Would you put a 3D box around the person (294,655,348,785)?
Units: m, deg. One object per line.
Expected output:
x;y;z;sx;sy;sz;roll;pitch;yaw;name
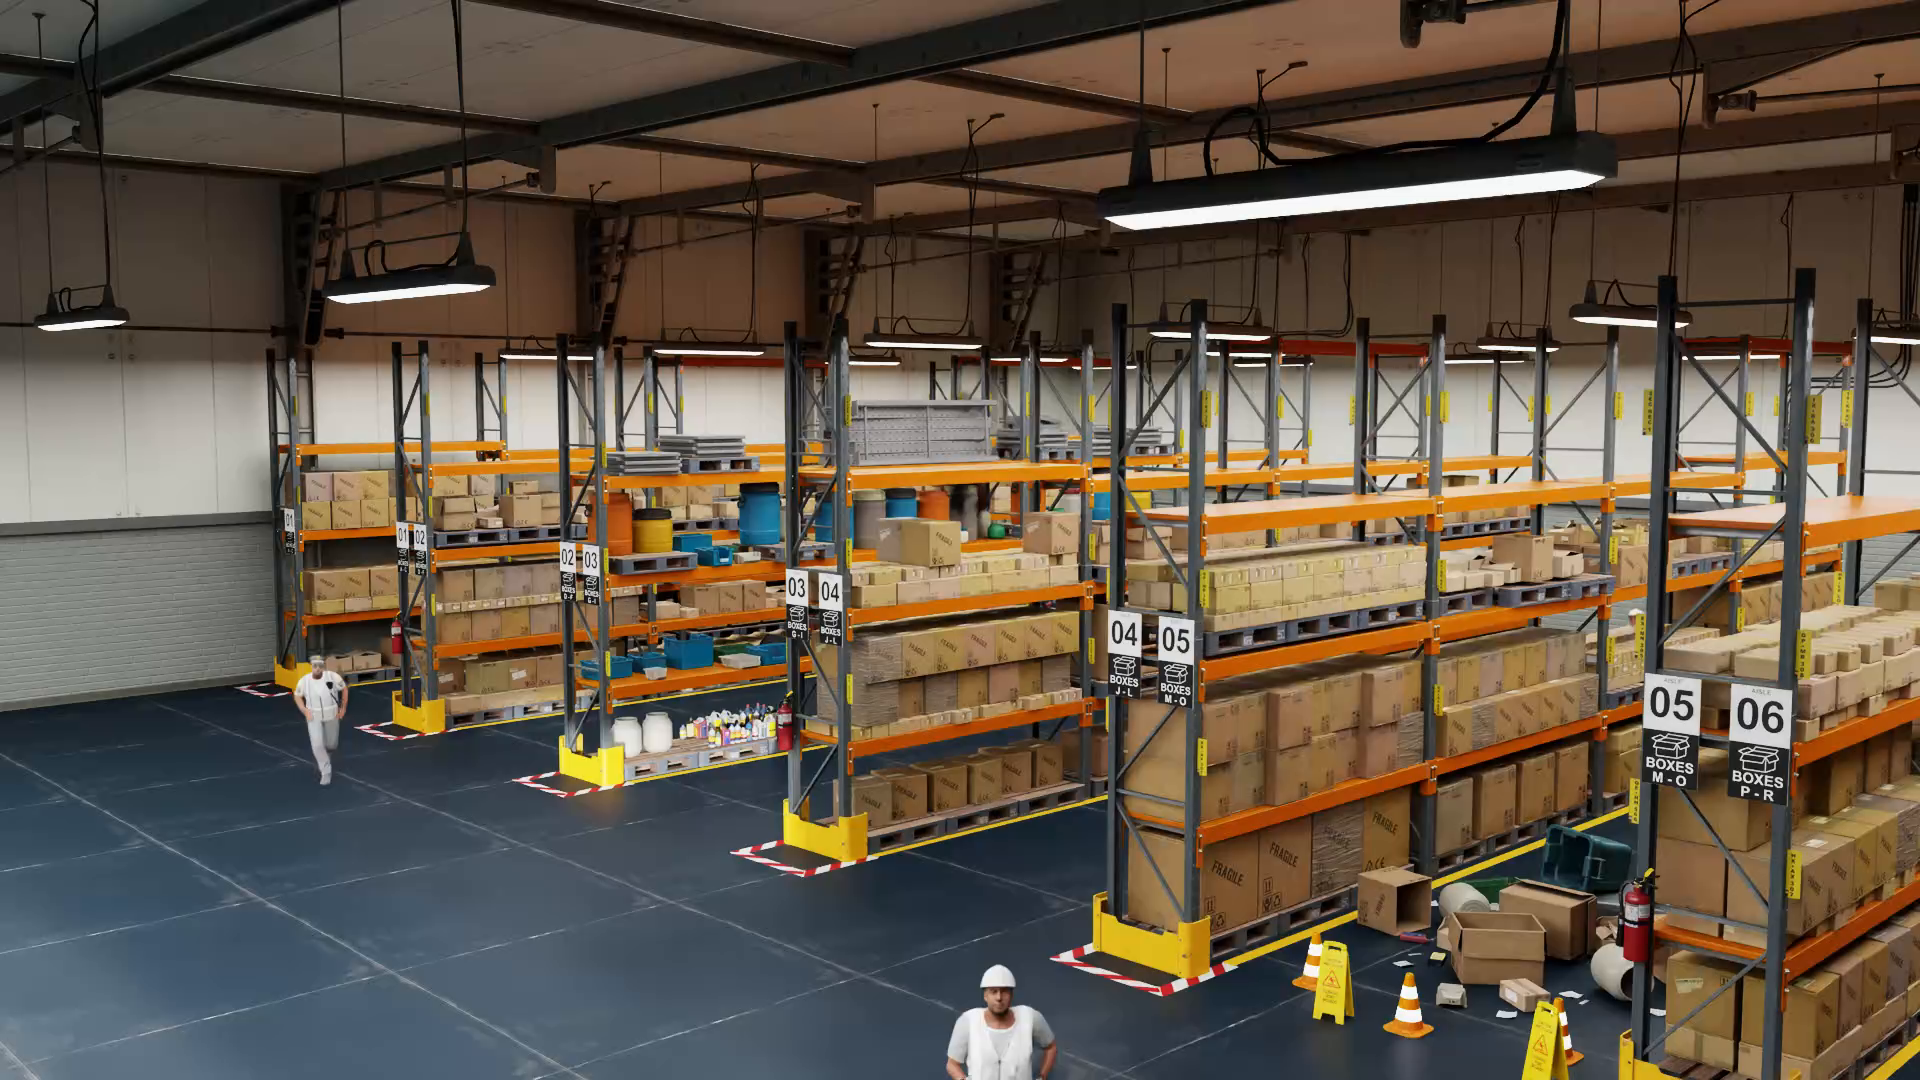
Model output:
-8.609;2.390;22.439;0.682;1.759;0.750;-2;5;-22;person

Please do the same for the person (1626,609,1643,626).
10.629;1.969;26.266;0.656;1.765;0.939;5;7;43;person

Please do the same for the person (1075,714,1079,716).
1.646;1.871;25.384;0.613;1.653;0.491;4;7;41;person

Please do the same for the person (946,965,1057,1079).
0.246;3.424;9.918;0.665;1.746;0.614;0;5;3;person
